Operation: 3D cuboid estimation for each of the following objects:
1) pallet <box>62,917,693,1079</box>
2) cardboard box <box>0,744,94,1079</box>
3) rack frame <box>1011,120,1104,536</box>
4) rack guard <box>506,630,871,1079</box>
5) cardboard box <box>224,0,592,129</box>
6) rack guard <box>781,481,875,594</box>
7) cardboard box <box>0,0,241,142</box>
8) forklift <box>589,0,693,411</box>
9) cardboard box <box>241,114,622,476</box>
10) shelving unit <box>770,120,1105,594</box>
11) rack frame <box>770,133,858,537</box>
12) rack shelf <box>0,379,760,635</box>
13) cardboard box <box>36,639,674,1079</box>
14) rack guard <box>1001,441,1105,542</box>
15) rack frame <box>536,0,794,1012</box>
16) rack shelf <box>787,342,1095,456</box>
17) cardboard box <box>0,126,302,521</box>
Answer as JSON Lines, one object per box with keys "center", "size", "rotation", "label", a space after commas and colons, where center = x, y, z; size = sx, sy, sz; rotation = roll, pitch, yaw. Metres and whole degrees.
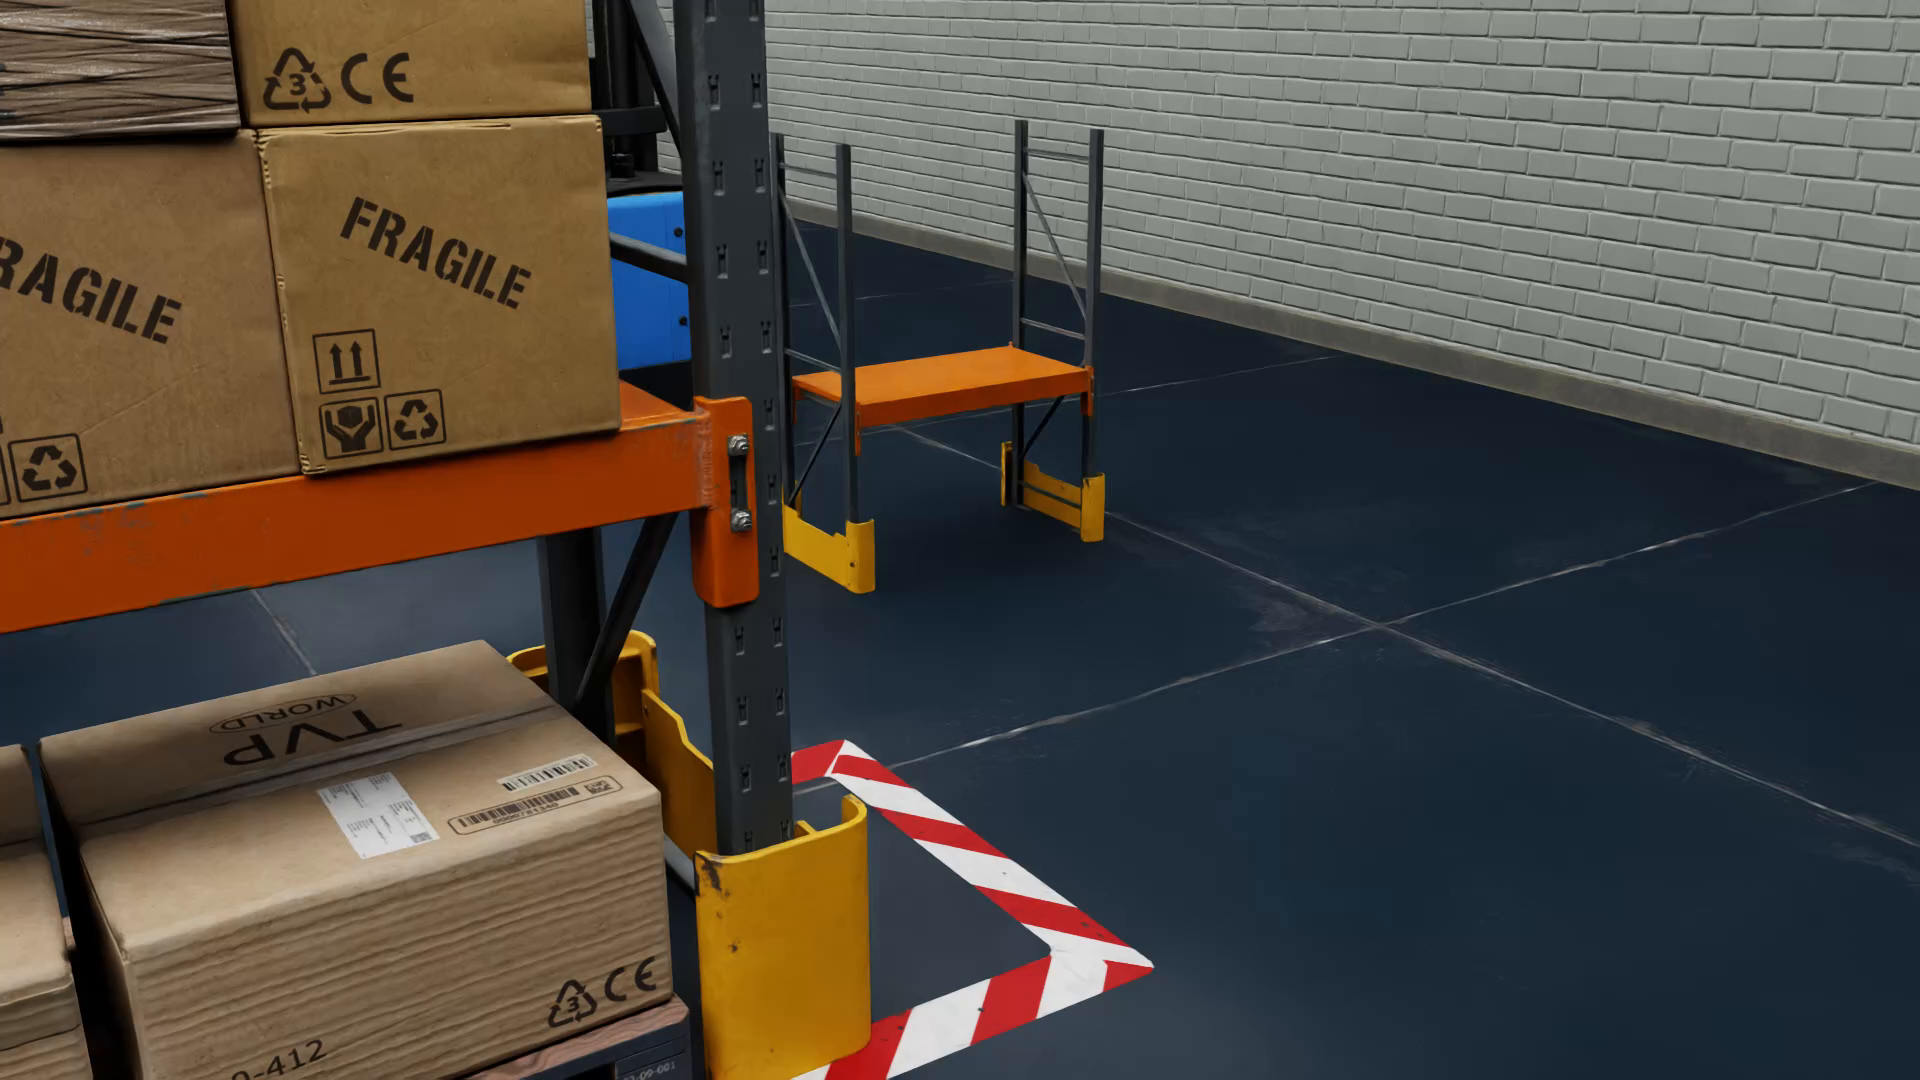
{"center": [-1.261, 0.936, 3.147], "size": [1.213, 0.211, 1.003], "rotation": [-12, 22, -31], "label": "pallet"}
{"center": [-1.892, 0.774, 2.615], "size": [0.875, 0.438, 0.875], "rotation": [-11, 22, -30], "label": "cardboard box"}
{"center": [0.353, -0.785, 6.225], "size": [0.032, 1.500, 0.500], "rotation": [-12, 22, -31], "label": "rack frame"}
{"center": [-0.616, 0.633, 3.592], "size": [0.348, 0.500, 1.175], "rotation": [-12, 22, -31], "label": "rack guard"}
{"center": [-0.908, -0.919, 2.563], "size": [0.500, 0.500, 0.500], "rotation": [-11, 22, -30], "label": "cardboard box"}
{"center": [-0.480, -0.017, 5.906], "size": [0.087, 0.250, 0.587], "rotation": [-12, 22, -31], "label": "rack guard"}
{"center": [-1.329, -0.819, 2.268], "size": [0.500, 0.500, 0.500], "rotation": [-12, 22, -31], "label": "cardboard box"}
{"center": [-2.268, -2.297, 8.461], "size": [1.130, 2.935, 3.031], "rotation": [-14, 23, -36], "label": "forklift"}
{"center": [-0.894, -0.438, 2.702], "size": [0.500, 0.500, 0.500], "rotation": [-12, 22, -31], "label": "cardboard box"}
{"center": [-0.064, -0.697, 5.965], "size": [1.083, 1.500, 0.587], "rotation": [-12, 22, -31], "label": "shelving unit"}
{"center": [-0.496, -0.606, 5.695], "size": [0.032, 1.500, 0.500], "rotation": [-12, 22, -31], "label": "rack frame"}
{"center": [-2.307, 0.146, 2.252], "size": [4.000, 0.370, 1.077], "rotation": [-12, 22, -31], "label": "rack shelf"}
{"center": [-1.133, 0.611, 3.099], "size": [0.875, 0.438, 0.875], "rotation": [-13, 23, -33], "label": "cardboard box"}
{"center": [0.352, -0.193, 6.425], "size": [0.087, 0.250, 0.587], "rotation": [-12, 22, -31], "label": "rack guard"}
{"center": [-0.636, -0.547, 3.179], "size": [0.127, 3.000, 1.000], "rotation": [-12, 22, -31], "label": "rack frame"}
{"center": [-0.071, -0.525, 6.018], "size": [1.000, 0.185, 0.538], "rotation": [-12, 22, -31], "label": "rack shelf"}
{"center": [-1.321, -0.354, 2.453], "size": [0.500, 0.500, 0.500], "rotation": [-12, 22, -33], "label": "cardboard box"}
